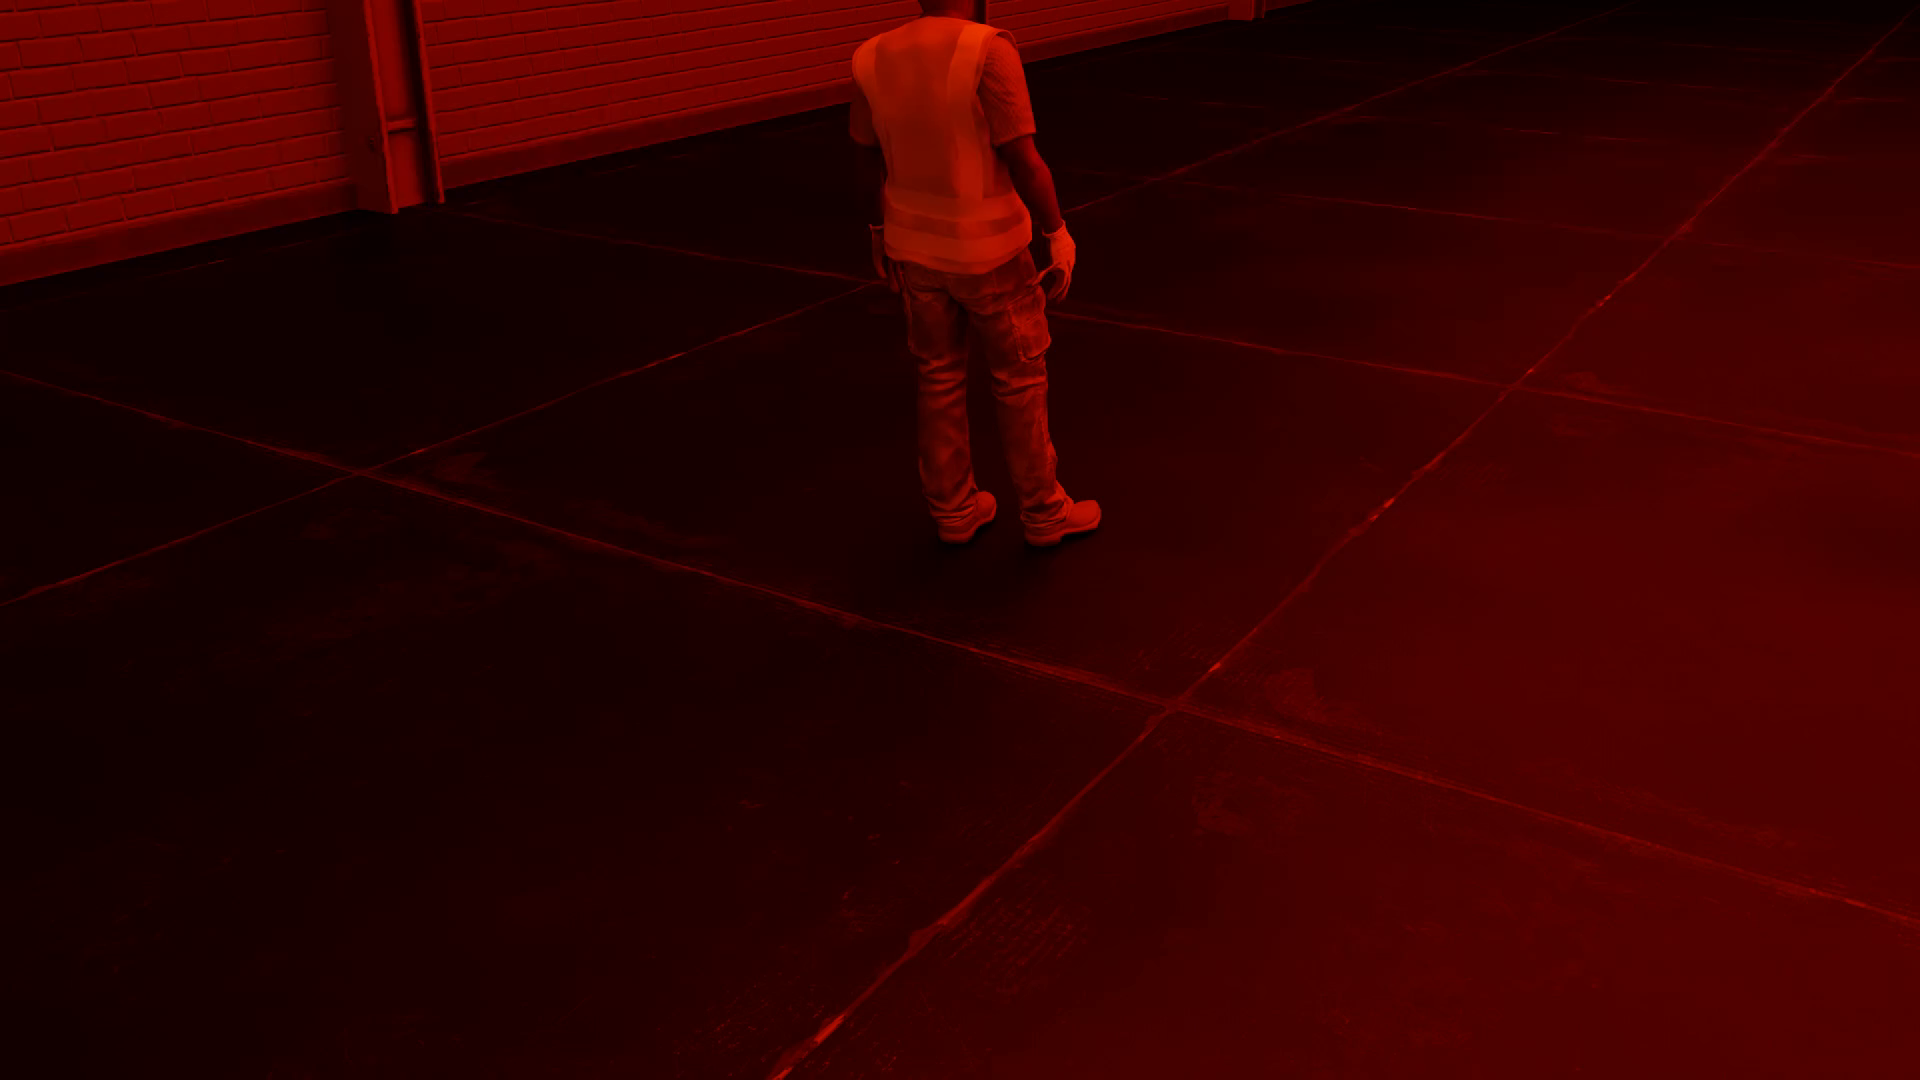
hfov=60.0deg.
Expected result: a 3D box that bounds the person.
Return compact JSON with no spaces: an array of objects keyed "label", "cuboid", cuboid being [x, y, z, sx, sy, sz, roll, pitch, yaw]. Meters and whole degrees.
[{"label":"person","cuboid":[0.046,-0.848,4.737,0.656,1.782,0.577,14,27,30]}]
